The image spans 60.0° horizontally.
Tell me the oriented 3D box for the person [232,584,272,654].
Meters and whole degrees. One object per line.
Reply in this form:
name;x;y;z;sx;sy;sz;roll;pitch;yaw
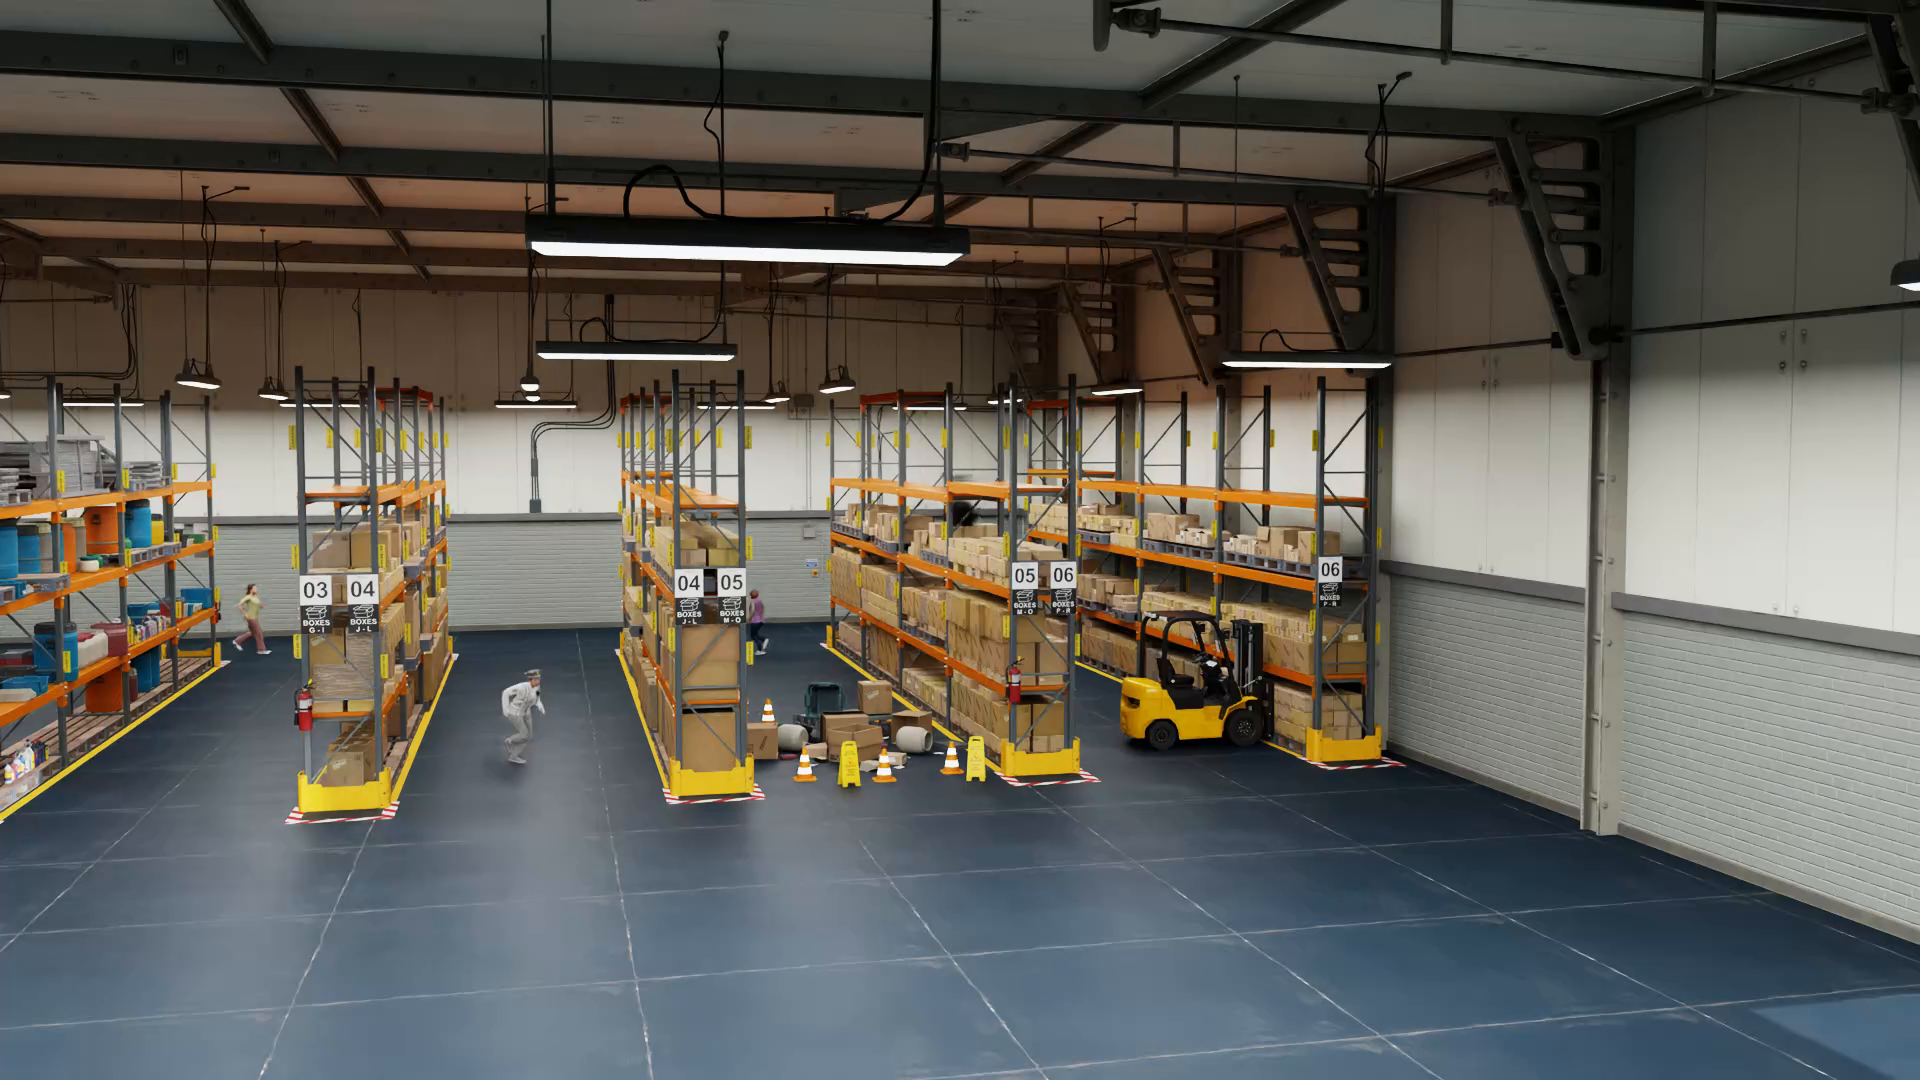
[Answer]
person;-16.550;1.840;38.808;0.907;1.648;0.571;0;3;-3

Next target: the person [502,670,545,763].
person;-6.768;2.735;25.673;0.758;1.491;0.645;2;4;34

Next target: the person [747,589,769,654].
person;-4.714;1.918;38.935;0.512;1.531;0.549;2;4;26
